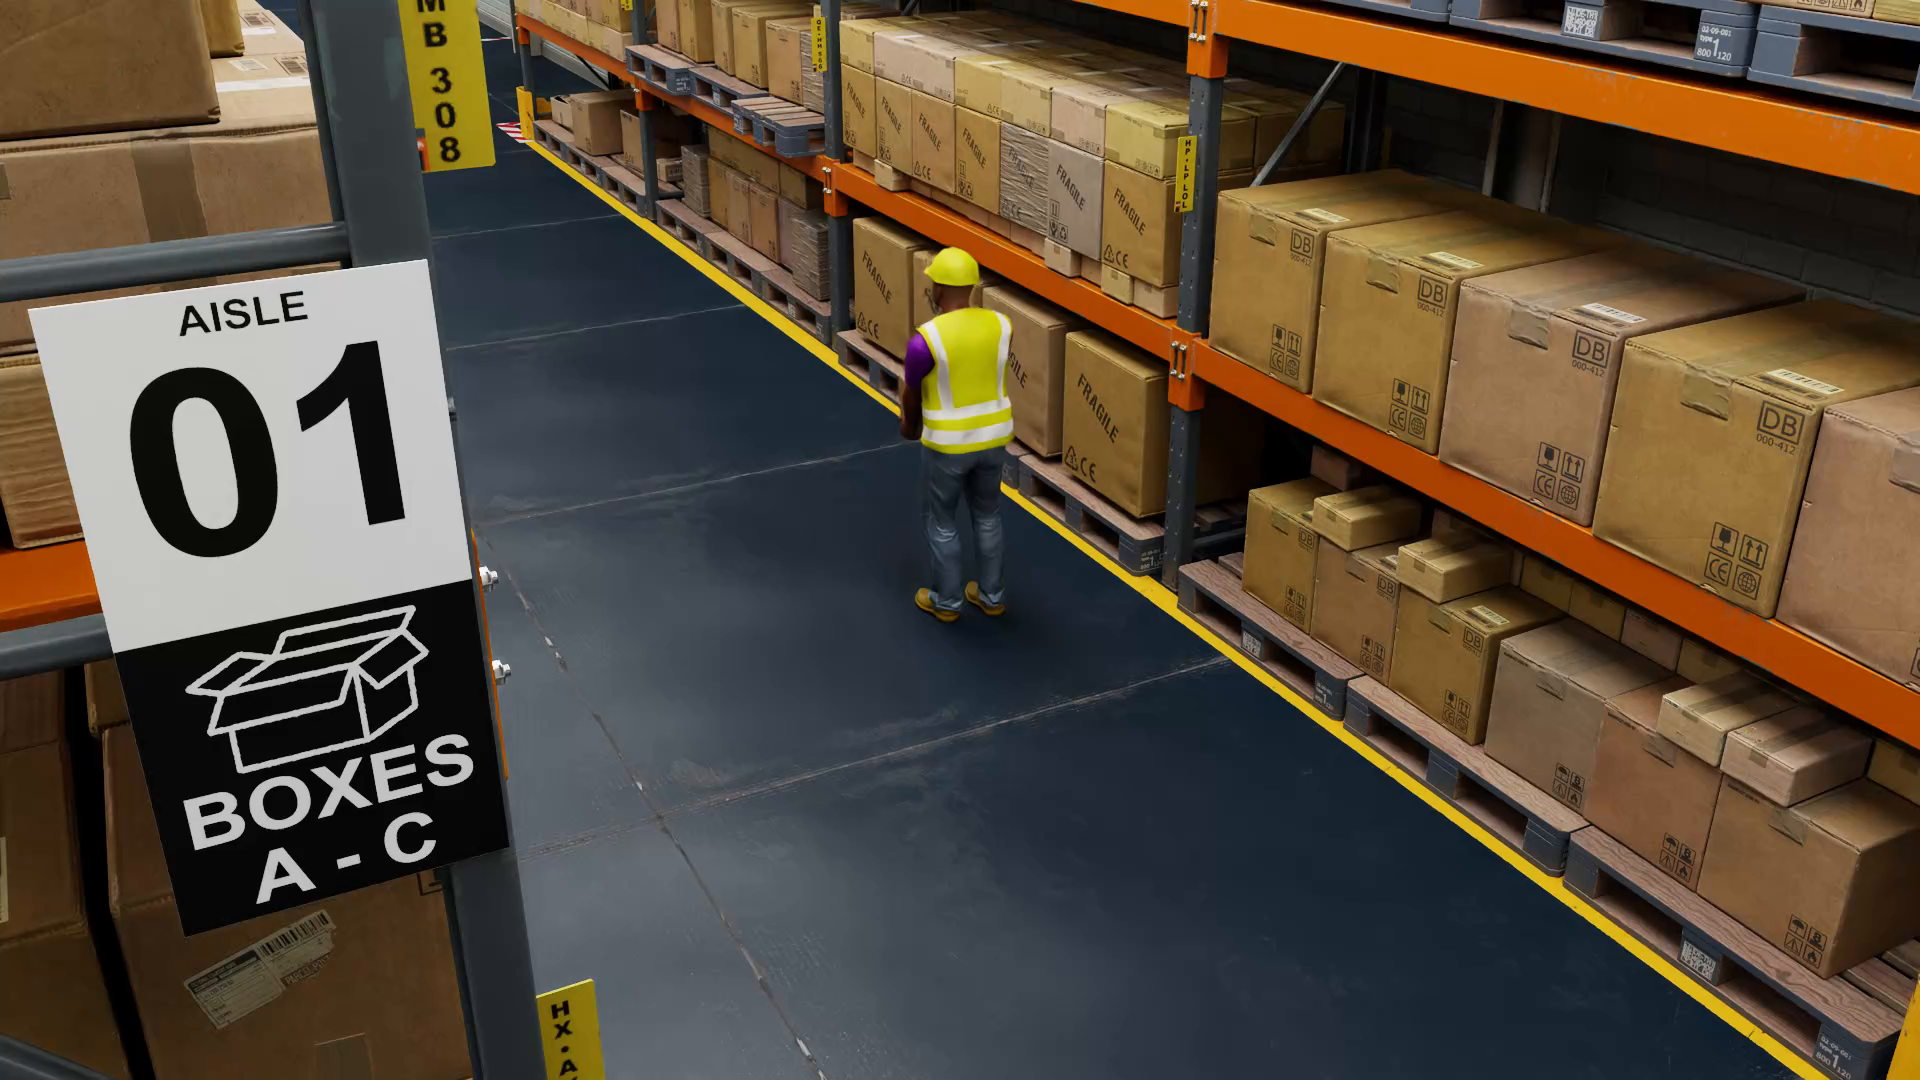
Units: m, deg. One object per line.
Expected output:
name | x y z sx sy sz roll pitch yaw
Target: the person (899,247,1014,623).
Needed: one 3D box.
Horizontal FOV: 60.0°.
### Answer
person | -0.040 -0.484 7.610 0.504 1.758 0.581 -13 28 -26
